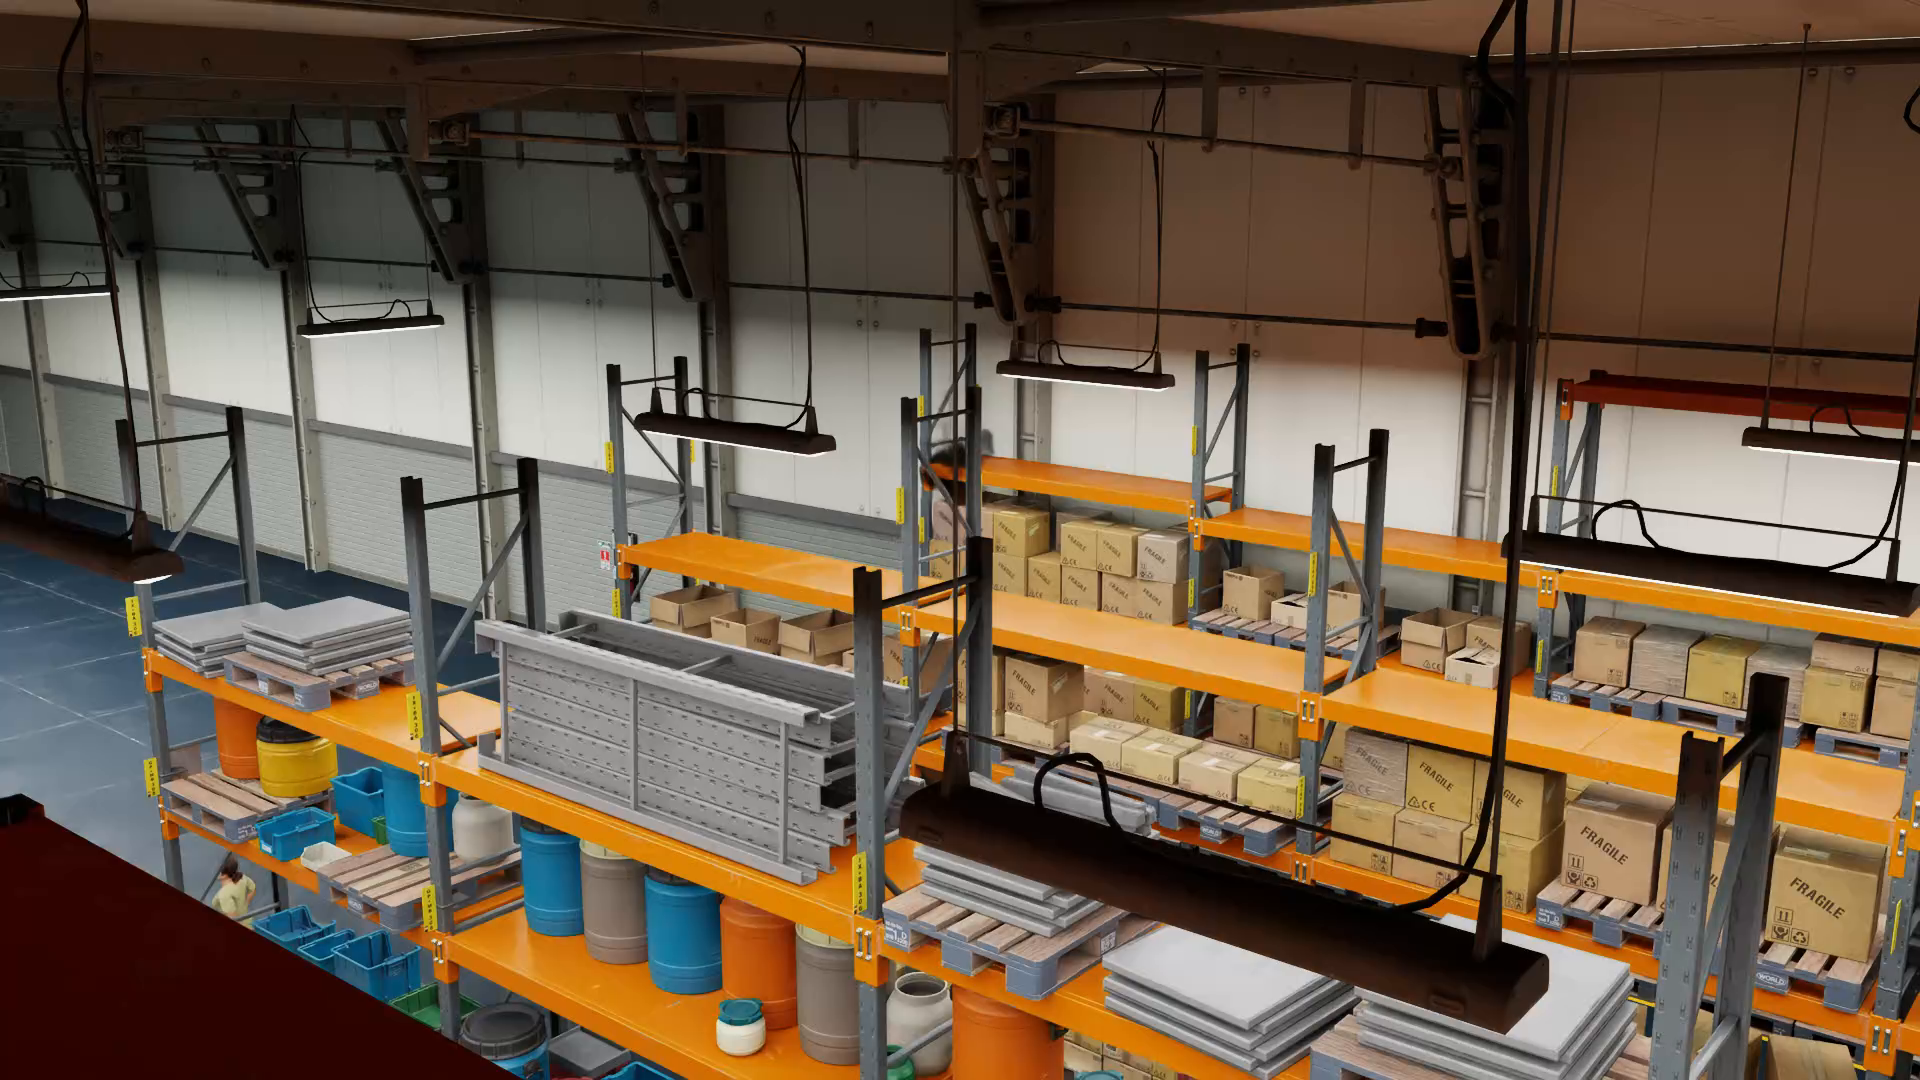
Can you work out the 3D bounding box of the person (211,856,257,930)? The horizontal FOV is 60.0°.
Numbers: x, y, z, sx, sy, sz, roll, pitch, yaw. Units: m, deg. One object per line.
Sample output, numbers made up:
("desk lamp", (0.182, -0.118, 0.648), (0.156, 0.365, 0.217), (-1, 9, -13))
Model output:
("person", (-6.910, 3.771, 15.952), (0.655, 1.626, 0.615), (0, 13, 0))
